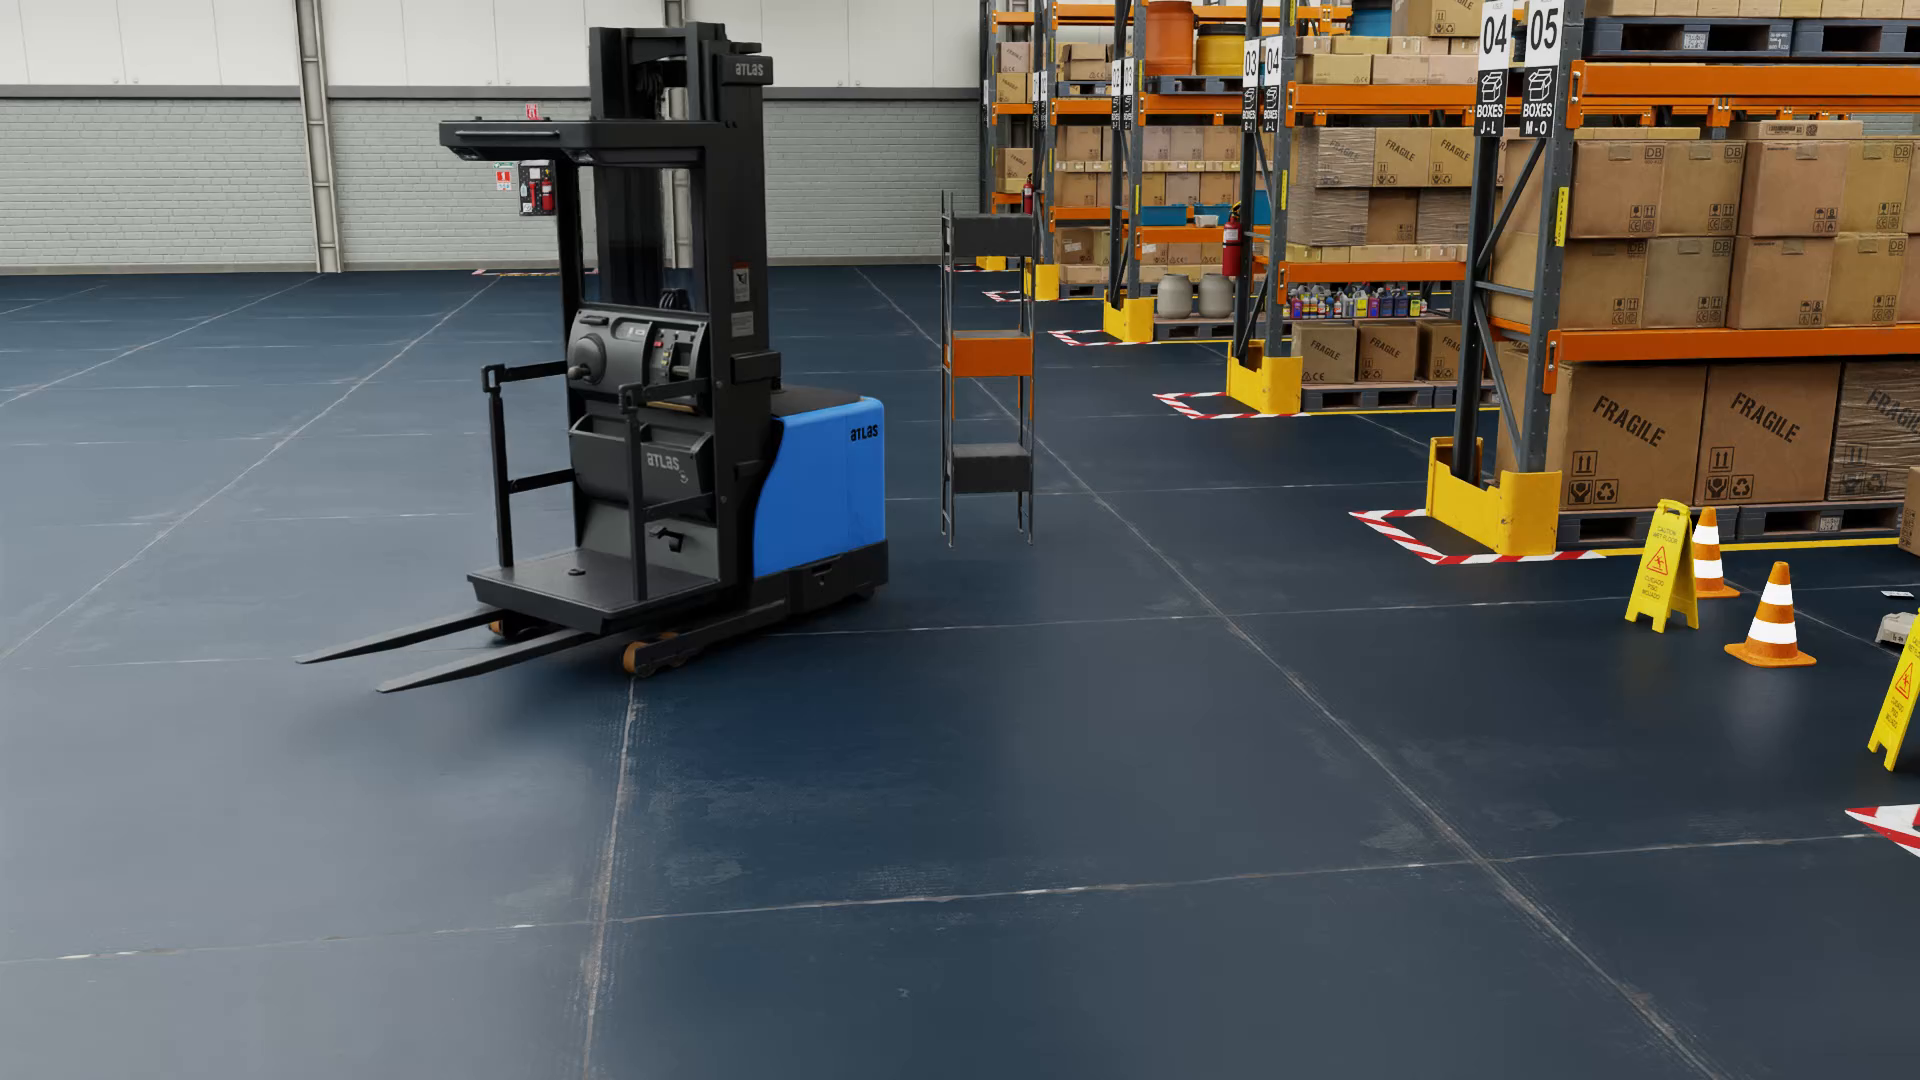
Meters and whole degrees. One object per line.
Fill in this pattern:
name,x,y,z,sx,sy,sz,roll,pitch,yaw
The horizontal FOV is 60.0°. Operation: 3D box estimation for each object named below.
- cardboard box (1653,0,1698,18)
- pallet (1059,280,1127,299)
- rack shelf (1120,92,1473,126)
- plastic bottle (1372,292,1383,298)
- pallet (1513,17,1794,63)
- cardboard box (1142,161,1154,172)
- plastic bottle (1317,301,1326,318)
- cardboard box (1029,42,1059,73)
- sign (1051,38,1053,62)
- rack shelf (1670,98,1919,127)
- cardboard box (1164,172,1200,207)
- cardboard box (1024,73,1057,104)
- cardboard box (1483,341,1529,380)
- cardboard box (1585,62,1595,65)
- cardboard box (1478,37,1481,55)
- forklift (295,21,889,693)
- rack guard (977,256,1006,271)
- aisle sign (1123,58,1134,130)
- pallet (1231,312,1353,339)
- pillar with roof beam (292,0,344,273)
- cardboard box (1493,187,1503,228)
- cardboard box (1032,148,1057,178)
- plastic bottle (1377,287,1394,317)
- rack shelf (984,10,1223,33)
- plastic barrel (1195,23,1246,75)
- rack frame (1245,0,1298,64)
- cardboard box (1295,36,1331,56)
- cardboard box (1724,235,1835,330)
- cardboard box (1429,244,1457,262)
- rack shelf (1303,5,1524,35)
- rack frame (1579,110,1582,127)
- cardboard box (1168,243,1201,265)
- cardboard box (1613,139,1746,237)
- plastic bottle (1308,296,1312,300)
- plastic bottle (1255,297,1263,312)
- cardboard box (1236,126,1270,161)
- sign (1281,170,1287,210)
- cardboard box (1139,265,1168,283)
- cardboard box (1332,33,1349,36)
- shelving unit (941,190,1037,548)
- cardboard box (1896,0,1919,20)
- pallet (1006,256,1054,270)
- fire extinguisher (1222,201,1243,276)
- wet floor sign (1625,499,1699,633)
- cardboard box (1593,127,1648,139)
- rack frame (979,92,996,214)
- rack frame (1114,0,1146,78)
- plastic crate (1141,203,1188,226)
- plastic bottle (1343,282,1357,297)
cardboard box,3.962,-3.033,9.429,0.250,0.149,0.380,-2,14,-8
pallet,1.962,-3.768,24.811,1.213,0.211,1.003,-2,14,-8
rack shelf,3.924,-5.069,19.581,4.000,0.370,1.077,-2,14,-8
plastic bottle,5.071,-2.863,20.167,0.135,0.276,0.152,-2,14,-8
pallet,4.055,-2.944,9.810,1.213,0.211,1.003,-2,14,-8
cardboard box,2.653,-5.446,24.231,0.250,0.149,0.380,-3,14,-10
plastic bottle,4.322,-2.757,19.898,0.097,0.201,0.097,0,14,0
cardboard box,1.391,-8.233,28.417,0.500,0.500,0.500,-2,14,-9
sign,1.289,-6.866,23.307,0.005,0.325,0.100,-2,14,-8
rack shelf,8.617,-4.023,15.409,4.000,0.370,1.077,-2,14,-8
cardboard box,3.206,-5.201,24.590,0.500,0.500,0.700,-2,14,-7
cardboard box,1.375,-7.750,28.544,0.500,0.500,0.500,-1,14,-5
cardboard box,5.071,-1.767,15.375,0.500,0.500,0.500,-3,14,-13
cardboard box,5.207,-4.111,14.590,0.500,0.250,0.500,-2,14,-9
cardboard box,4.522,-4.288,14.478,0.250,0.149,0.380,-2,14,-9
forklift,-1.693,-0.921,7.870,1.130,2.935,3.031,11,18,37
rack guard,0.546,-5.064,29.387,0.348,0.500,1.175,-2,14,-8
aisle sign,1.919,-5.079,18.962,0.004,0.787,0.394,-2,14,-8
pallet,4.023,-2.624,20.250,1.213,0.211,1.003,-2,14,-8
pillar with roof beam,-10.191,-7.947,23.410,0.400,9.000,9.100,-2,14,-8
cardboard box,4.706,-2.975,15.103,0.500,0.500,0.875,-2,14,-8
cardboard box,1.478,-6.535,28.839,0.500,0.500,0.500,-2,14,-8
plastic bottle,5.118,-2.865,20.019,0.185,0.351,0.144,-3,14,-11
rack shelf,2.448,-8.906,28.719,4.000,0.370,1.077,-2,14,-8
plastic barrel,3.055,-5.713,19.417,0.600,0.588,0.600,0,14,0
rack frame,2.684,-5.609,14.089,0.127,3.000,1.000,-2,14,-8
cardboard box,2.991,-4.229,14.242,0.250,0.149,0.380,-2,14,-9
cardboard box,4.797,-1.615,10.187,0.550,0.550,0.875,-2,14,-8
cardboard box,4.237,-2.577,14.849,0.250,0.149,0.380,-2,14,-8
rack shelf,7.145,-7.667,24.594,4.000,0.370,1.077,-2,14,-8
rack frame,9.123,-5.372,25.477,0.127,3.000,1.000,-2,14,-8
cardboard box,3.259,-4.336,24.592,0.500,0.500,0.500,-2,14,-8
cardboard box,4.226,-2.145,10.082,0.550,0.550,0.875,-2,14,-8
plastic bottle,4.312,-2.906,20.491,0.097,0.201,0.097,0,14,0
plastic bottle,3.697,-2.919,20.542,0.097,0.201,0.097,0,14,0
cardboard box,4.230,-5.869,24.585,0.500,0.500,0.700,-2,14,-8
sign,2.765,-2.989,14.193,0.005,0.325,0.100,-2,14,-8
cardboard box,2.764,-3.955,24.616,0.500,0.250,0.500,-2,14,-8
cardboard box,5.784,-7.190,24.461,0.500,0.500,0.500,-2,14,-8
shelving unit,0.164,-1.024,9.990,0.503,2.100,0.431,-2,14,-8
cardboard box,5.457,-3.087,9.647,0.250,0.149,0.380,-2,14,-8
pallet,1.354,-4.945,29.505,1.213,0.211,1.003,-2,14,-8
fire extinguisher,2.503,-2.769,15.254,0.183,0.674,0.296,-2,14,-8
wet floor sign,3.590,0.117,8.430,0.232,0.644,0.267,-5,15,-18
cardboard box,5.742,-3.421,14.825,0.500,0.500,0.500,-2,14,-8
rack frame,0.471,-6.274,29.072,0.127,3.000,1.000,-2,14,-8
rack frame,1.947,-6.801,18.840,0.127,3.000,1.000,-2,14,-8
plastic crate,2.397,-3.909,19.947,0.616,0.251,0.499,-2,14,-8
plastic bottle,4.855,-3.028,20.670,0.185,0.351,0.144,-3,14,-11
